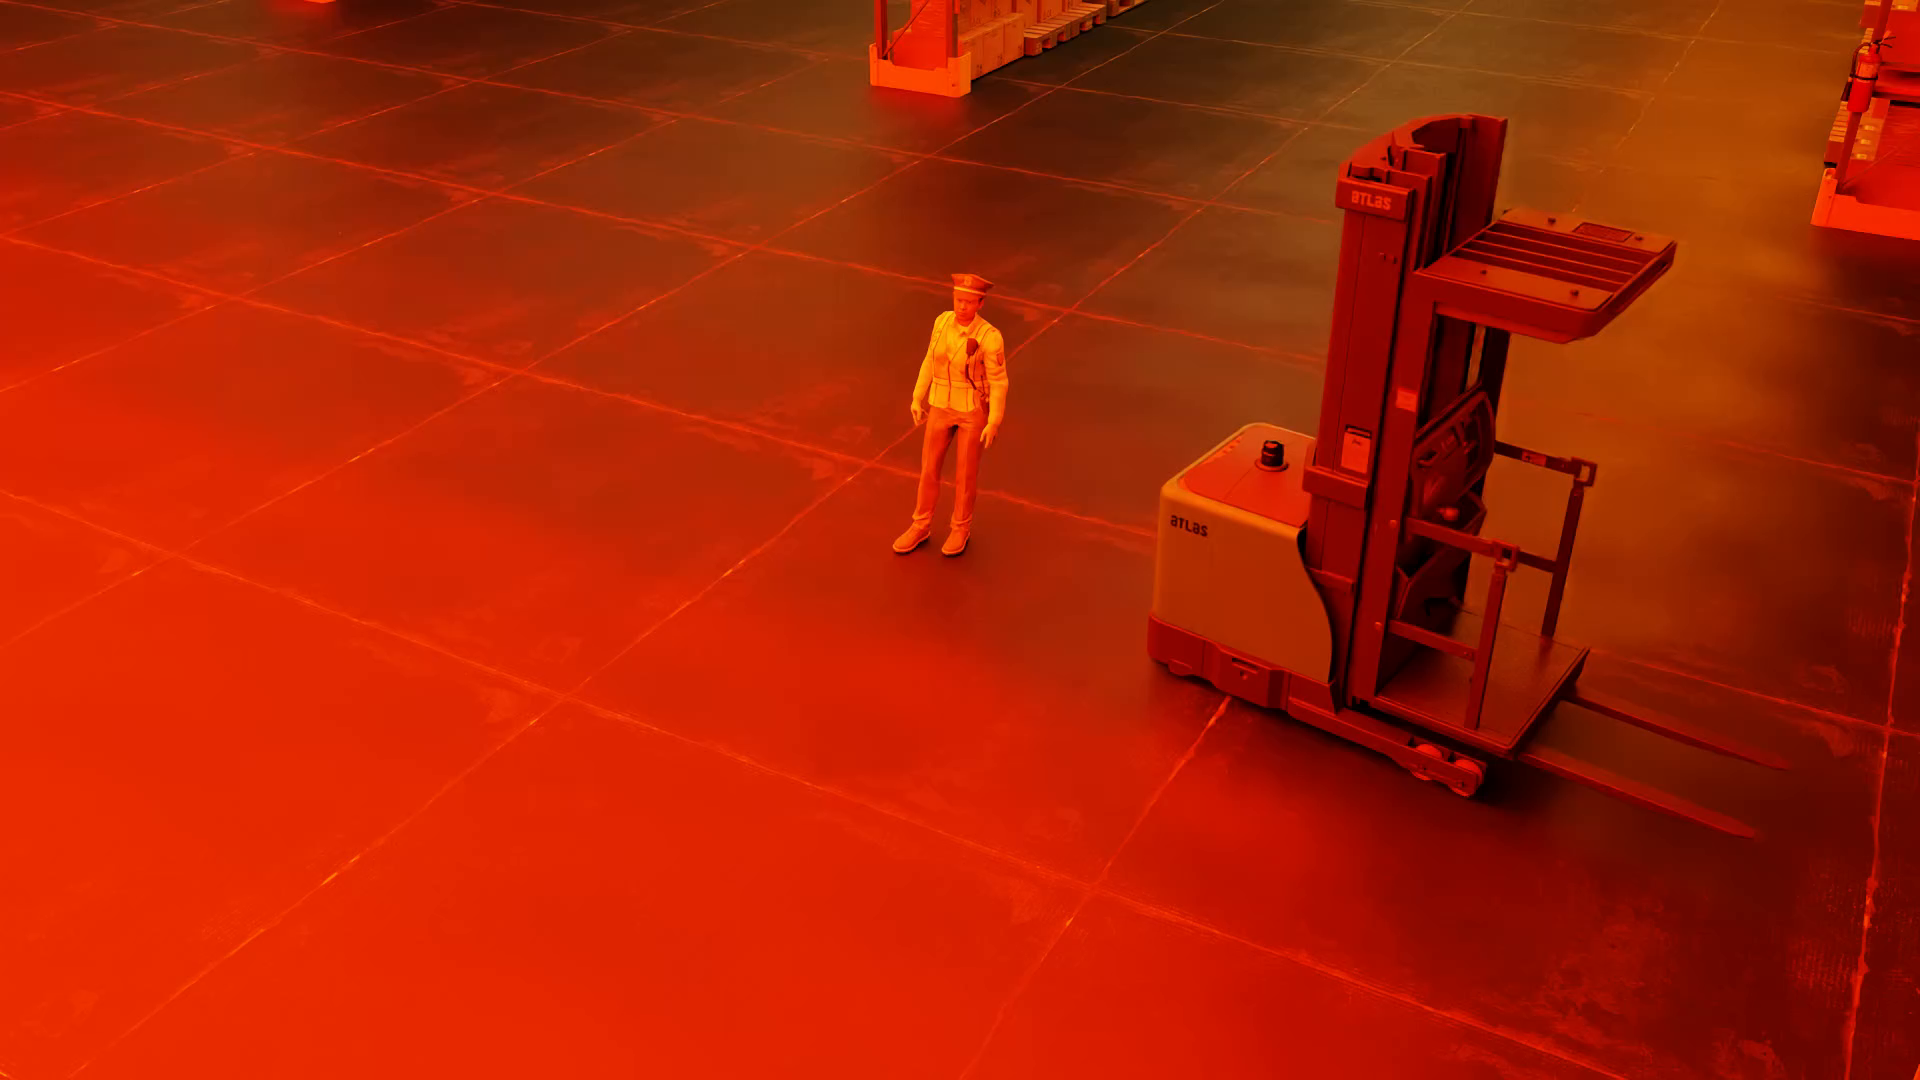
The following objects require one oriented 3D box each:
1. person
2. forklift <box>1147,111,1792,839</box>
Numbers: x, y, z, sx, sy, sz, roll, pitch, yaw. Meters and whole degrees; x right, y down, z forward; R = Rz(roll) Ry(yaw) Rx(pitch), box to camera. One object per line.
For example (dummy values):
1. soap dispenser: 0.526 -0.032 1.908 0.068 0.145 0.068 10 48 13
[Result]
1. person: -0.039 -0.712 9.527 0.586 1.694 0.531 15 33 25
2. forklift: 2.473 -0.358 7.691 3.031 2.935 1.130 21 36 32
